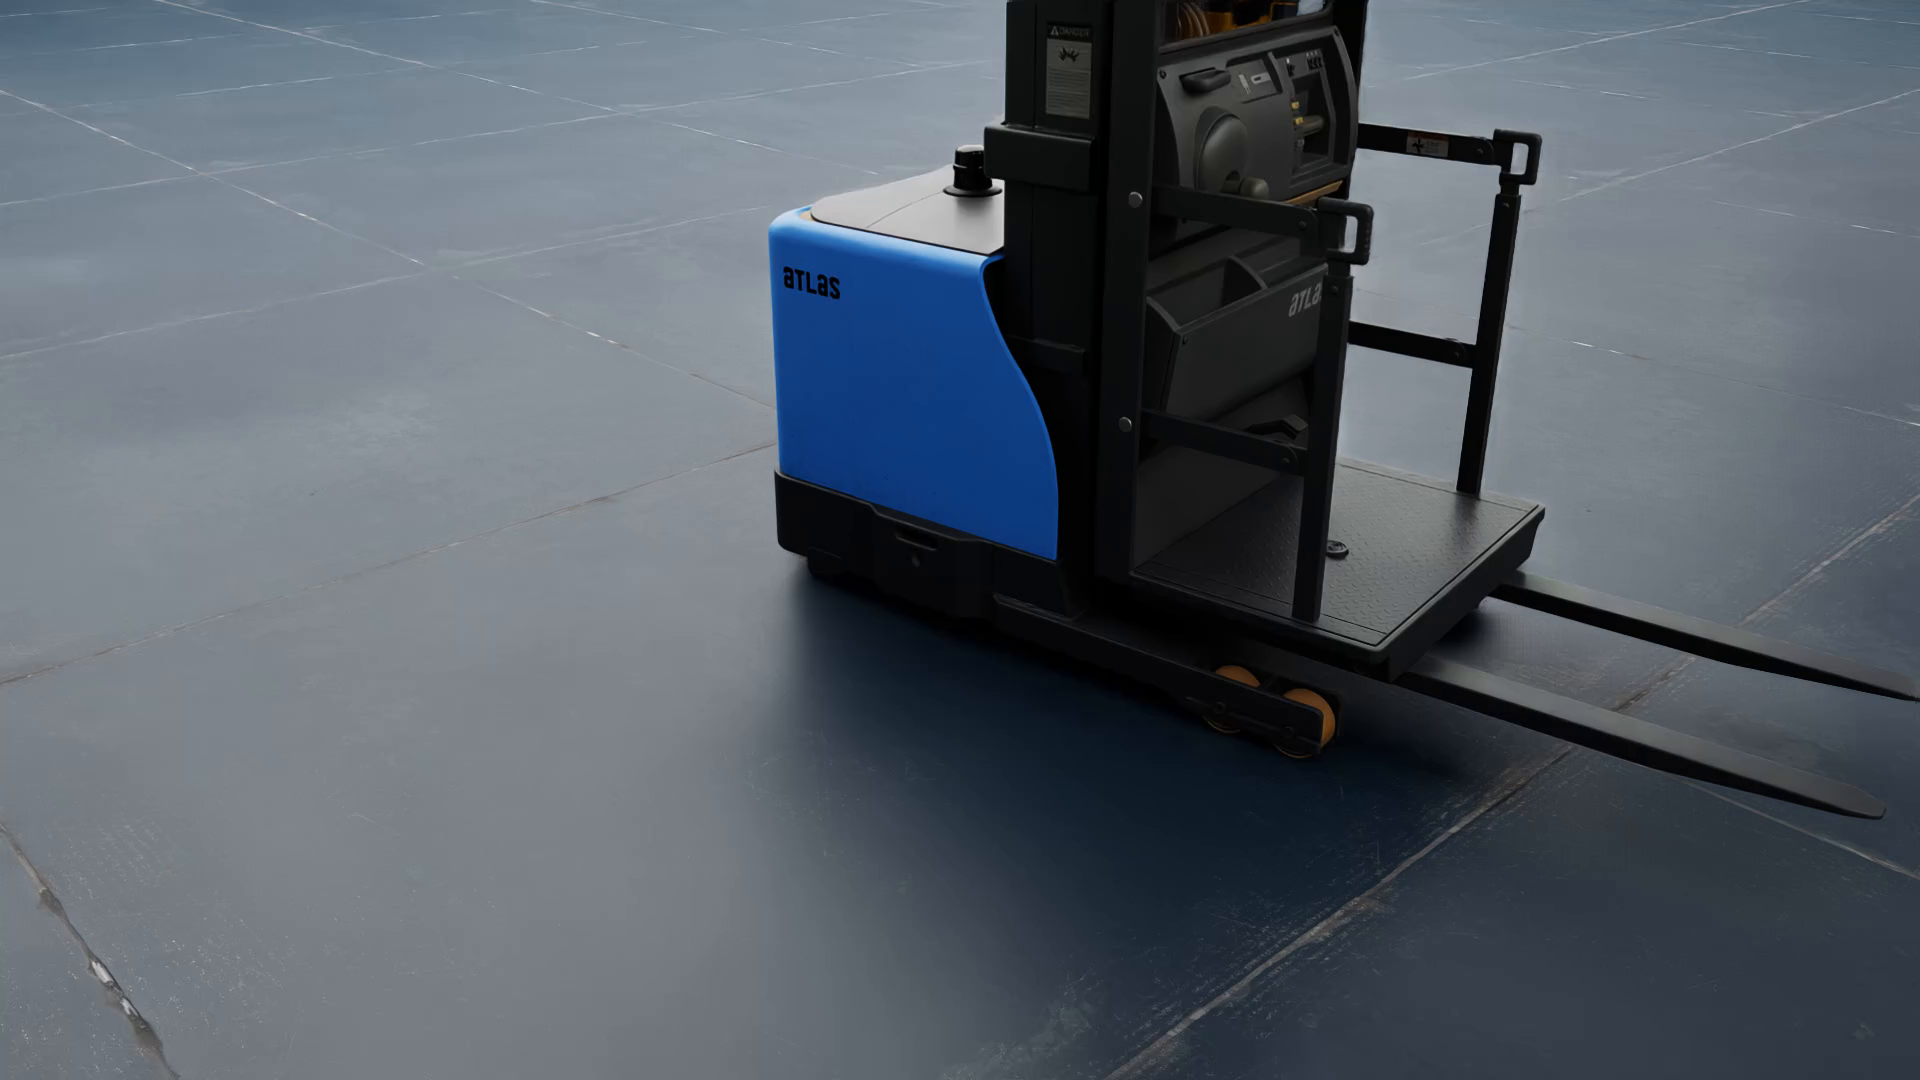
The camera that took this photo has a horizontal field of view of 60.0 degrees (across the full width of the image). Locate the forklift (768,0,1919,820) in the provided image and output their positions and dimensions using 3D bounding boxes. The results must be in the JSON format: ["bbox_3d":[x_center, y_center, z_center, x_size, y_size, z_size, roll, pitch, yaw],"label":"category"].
[{"bbox_3d":[0.918,-1.048,4.016,3.031,2.935,1.130,18,30,34],"label":"forklift"}]
